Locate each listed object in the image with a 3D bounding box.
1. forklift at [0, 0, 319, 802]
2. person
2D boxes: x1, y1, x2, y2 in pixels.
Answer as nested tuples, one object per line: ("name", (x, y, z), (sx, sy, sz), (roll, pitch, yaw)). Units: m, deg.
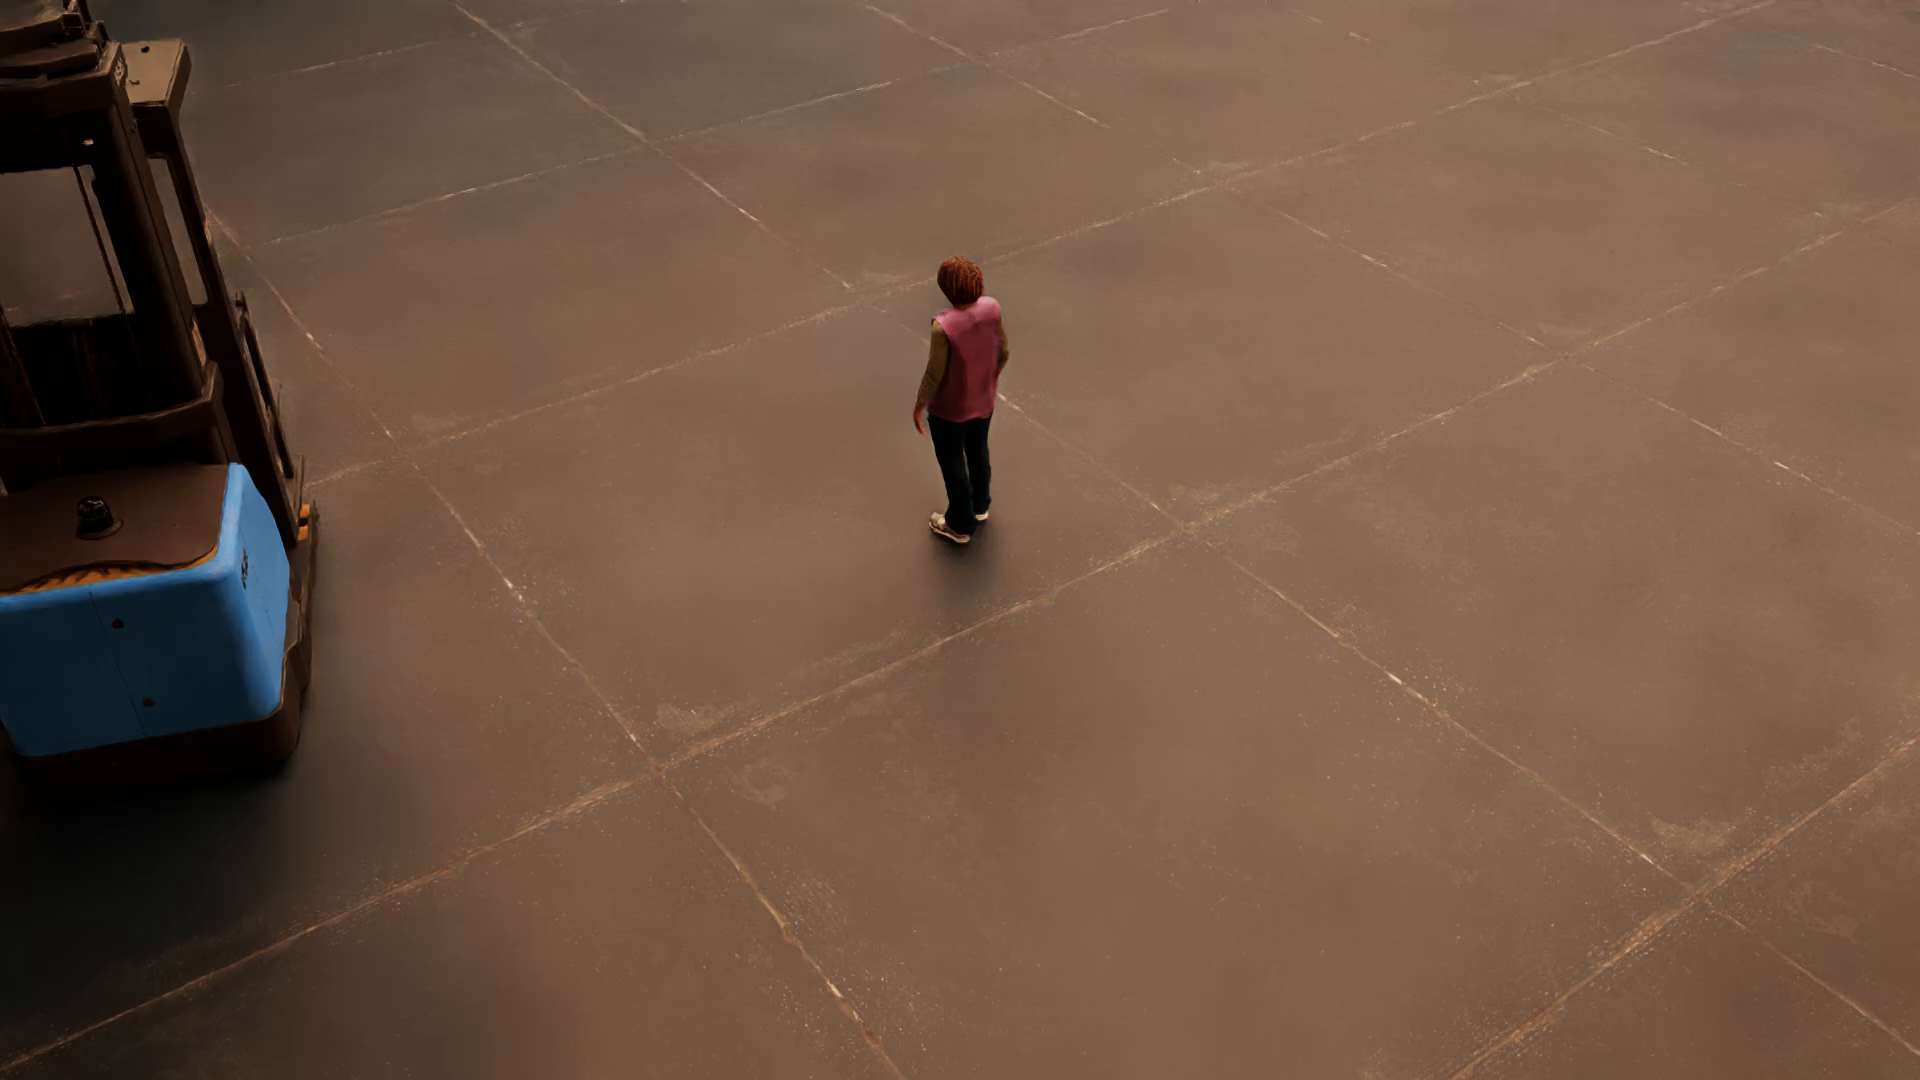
("forklift", (-3.721, -0.979, 7.269), (1.130, 2.935, 3.031), (-9, 37, -12))
("person", (-0.032, -0.688, 7.986), (0.520, 1.597, 0.474), (-23, 42, -28))
